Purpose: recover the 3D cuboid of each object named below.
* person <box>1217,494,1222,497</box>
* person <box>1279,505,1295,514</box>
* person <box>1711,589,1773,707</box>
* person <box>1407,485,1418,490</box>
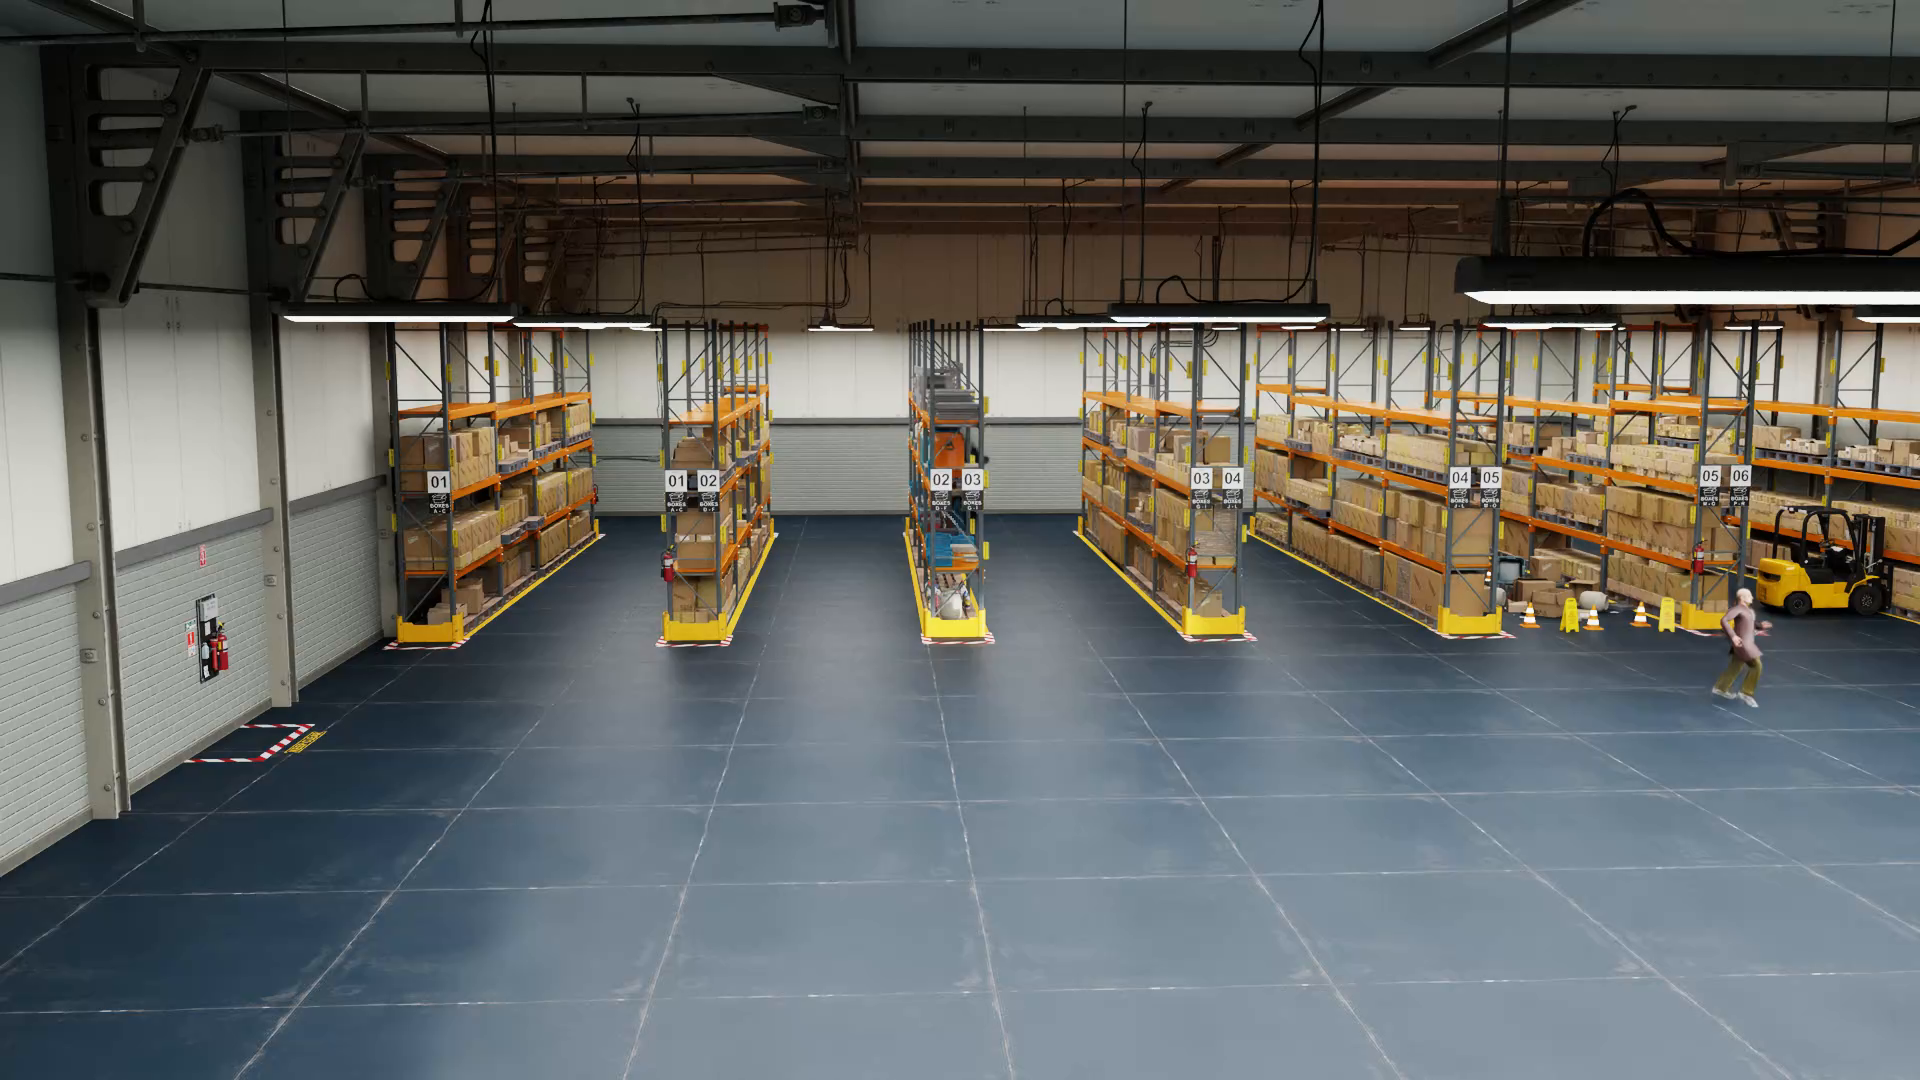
[{"bbox_3d":[7.264,-0.799,46.499,0.603,1.602,0.522,0,7,3],"label":"person"},{"bbox_3d":[9.644,-1.177,49.056,0.692,1.699,0.749,5,9,36],"label":"person"},{"bbox_3d":[12.133,1.667,25.794,0.825,1.842,0.668,4,8,30],"label":"person"},{"bbox_3d":[13.520,-1.183,49.535,0.698,1.629,0.618,1,7,4],"label":"person"}]
